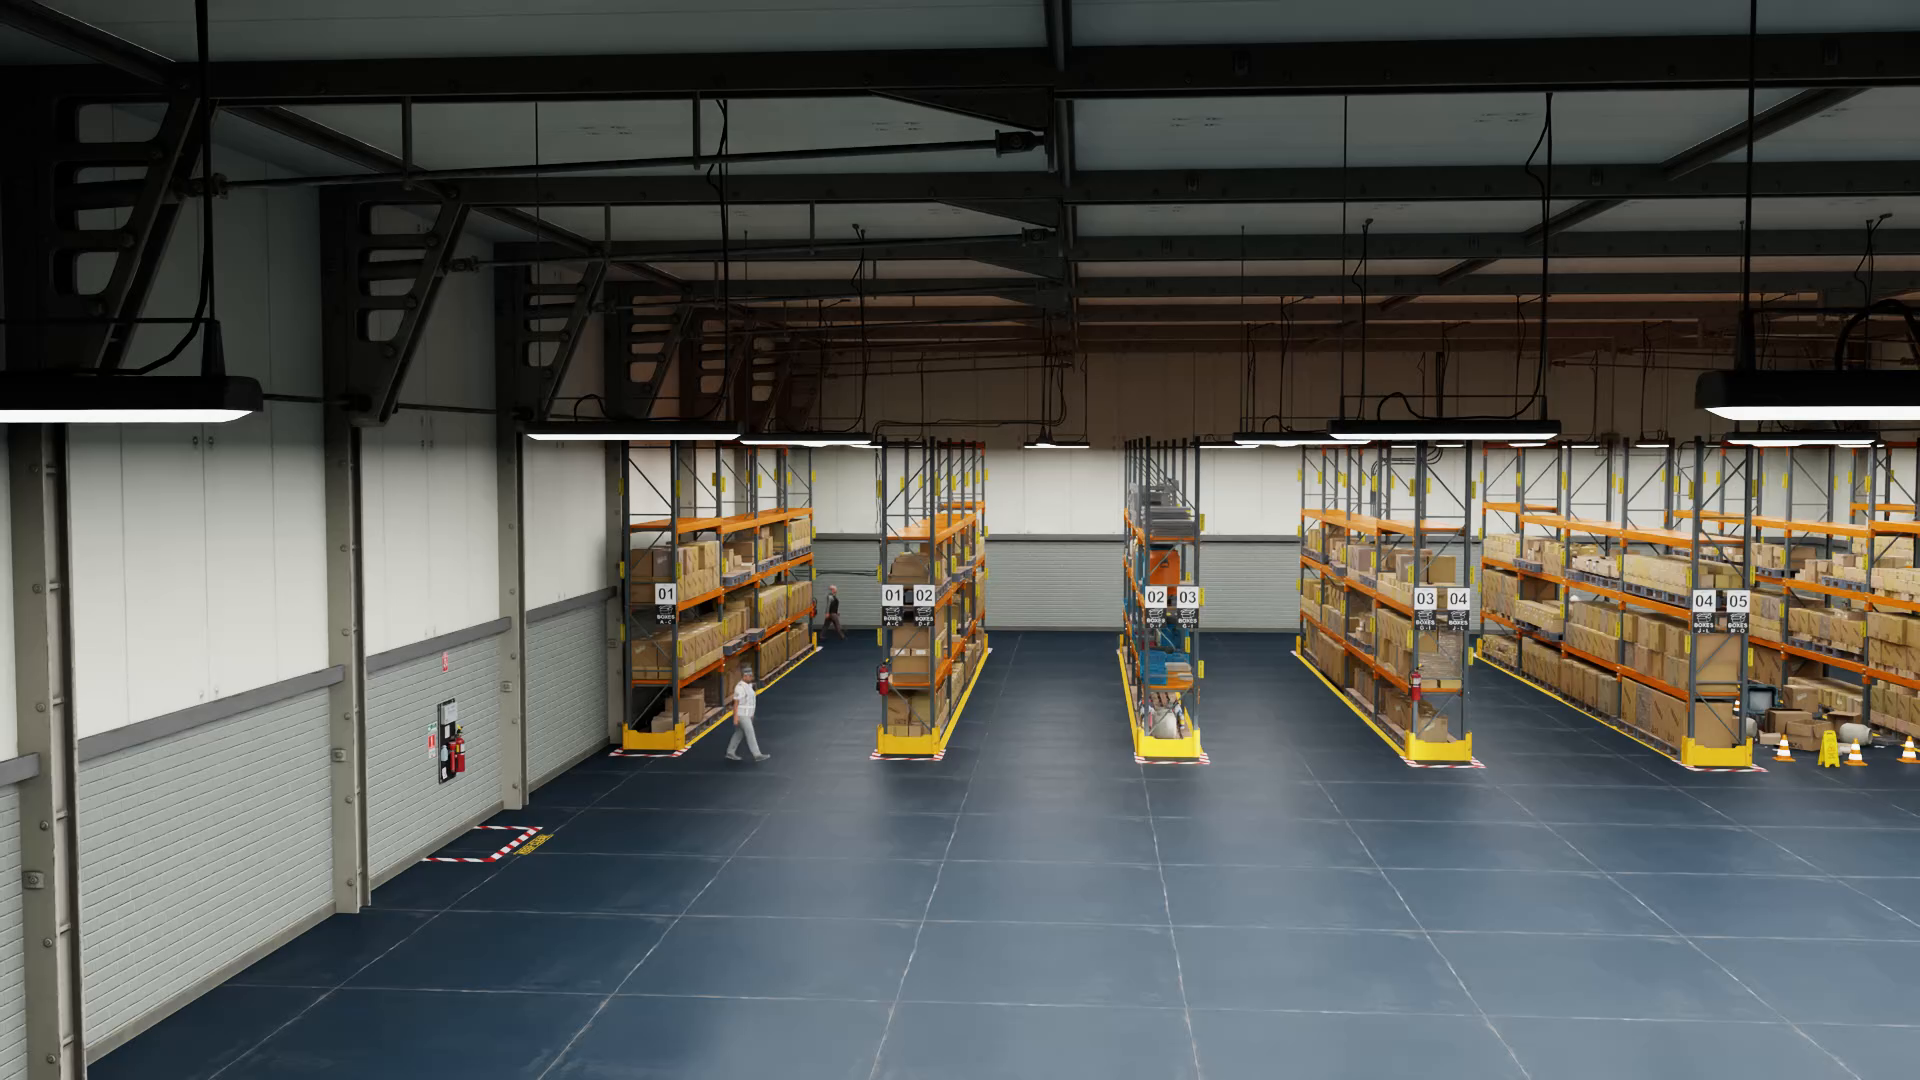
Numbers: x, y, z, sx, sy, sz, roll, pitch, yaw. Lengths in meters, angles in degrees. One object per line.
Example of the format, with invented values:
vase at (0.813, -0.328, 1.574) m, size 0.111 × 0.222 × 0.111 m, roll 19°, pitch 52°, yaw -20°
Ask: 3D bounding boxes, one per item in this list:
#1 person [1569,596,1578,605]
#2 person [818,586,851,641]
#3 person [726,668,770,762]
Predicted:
person at (16.814, 2.431, 45.404) m, size 0.521 × 1.810 × 0.560 m, roll -1°, pitch 3°, yaw -14°
person at (-3.793, 2.195, 49.903) m, size 0.975 × 1.661 × 0.514 m, roll -1°, pitch 3°, yaw -11°
person at (-3.907, 3.222, 30.683) m, size 0.936 × 1.726 × 0.549 m, roll 1°, pitch 3°, yaw 13°
